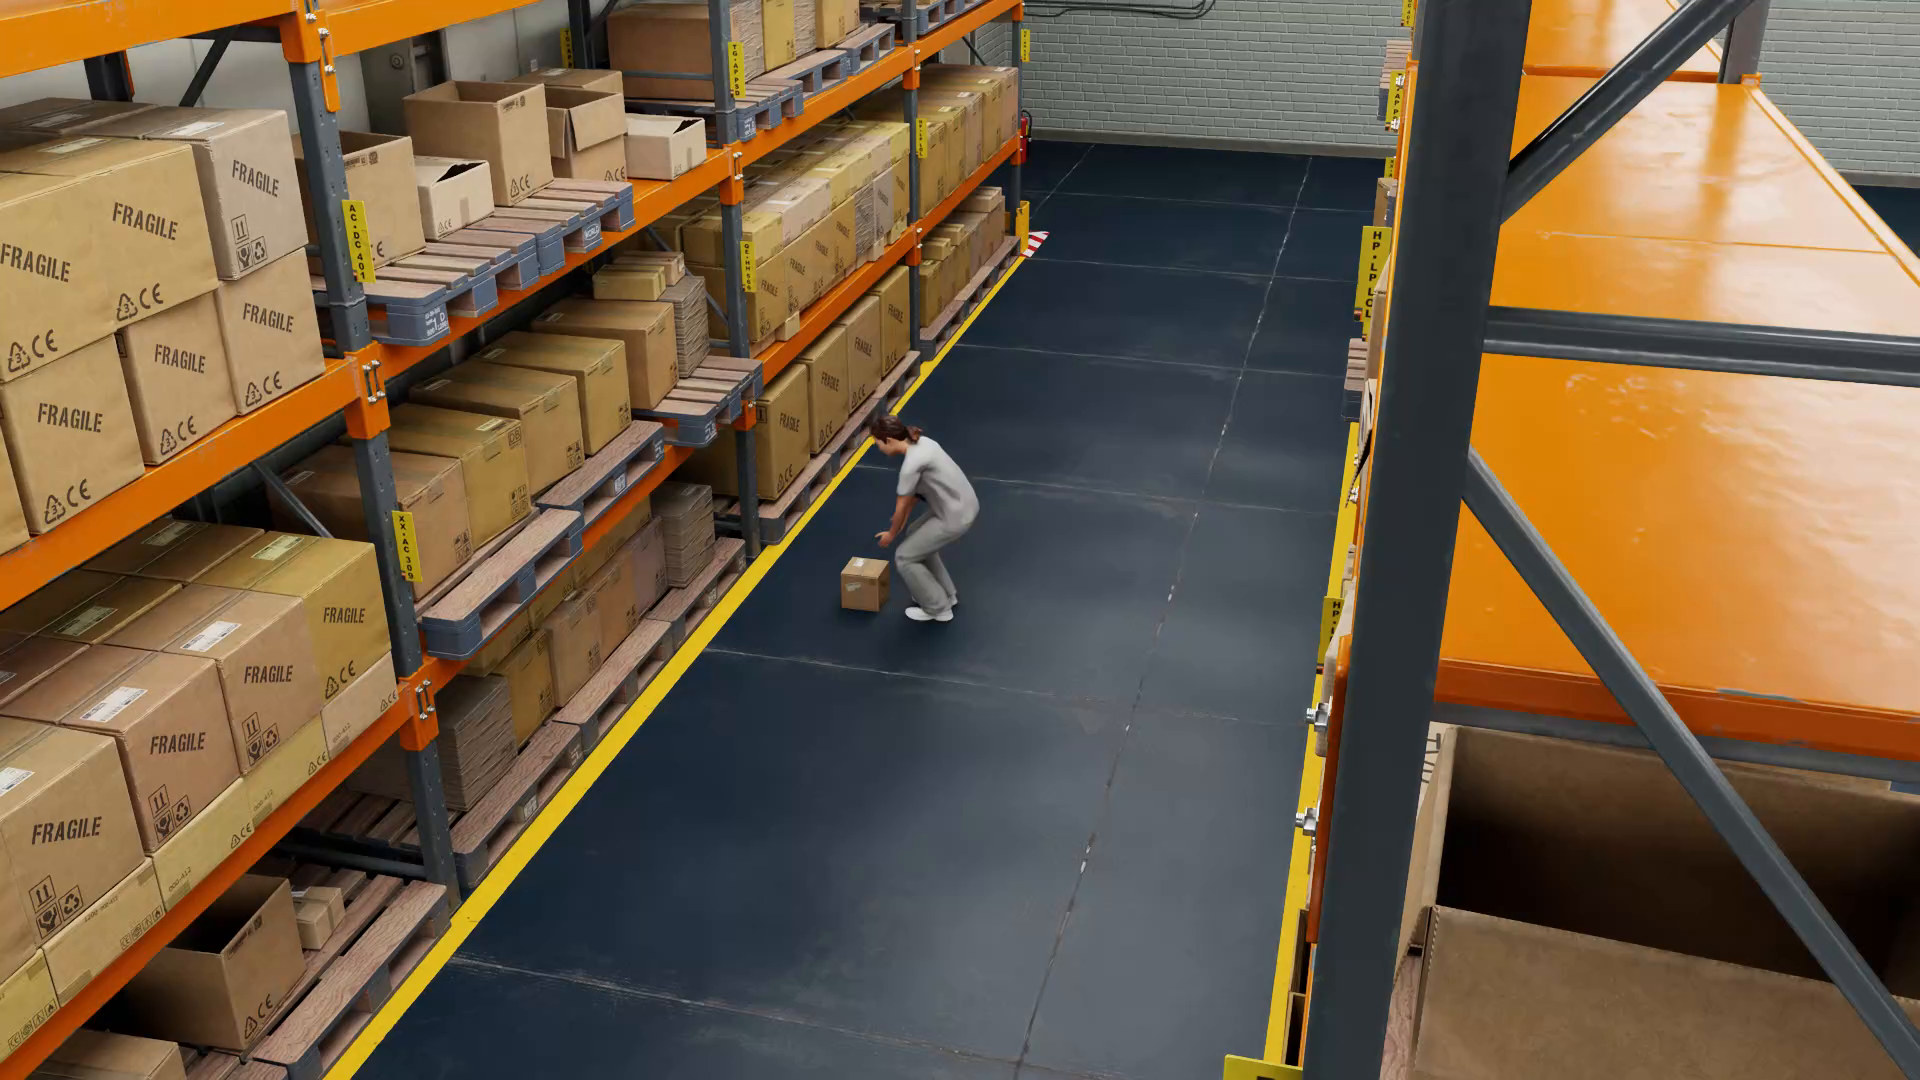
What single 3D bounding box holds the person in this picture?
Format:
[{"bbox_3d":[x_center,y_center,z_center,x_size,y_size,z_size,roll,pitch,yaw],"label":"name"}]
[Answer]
[{"bbox_3d":[-0.224,-0.140,10.398,0.667,1.333,0.491,6,26,13],"label":"person"}]
